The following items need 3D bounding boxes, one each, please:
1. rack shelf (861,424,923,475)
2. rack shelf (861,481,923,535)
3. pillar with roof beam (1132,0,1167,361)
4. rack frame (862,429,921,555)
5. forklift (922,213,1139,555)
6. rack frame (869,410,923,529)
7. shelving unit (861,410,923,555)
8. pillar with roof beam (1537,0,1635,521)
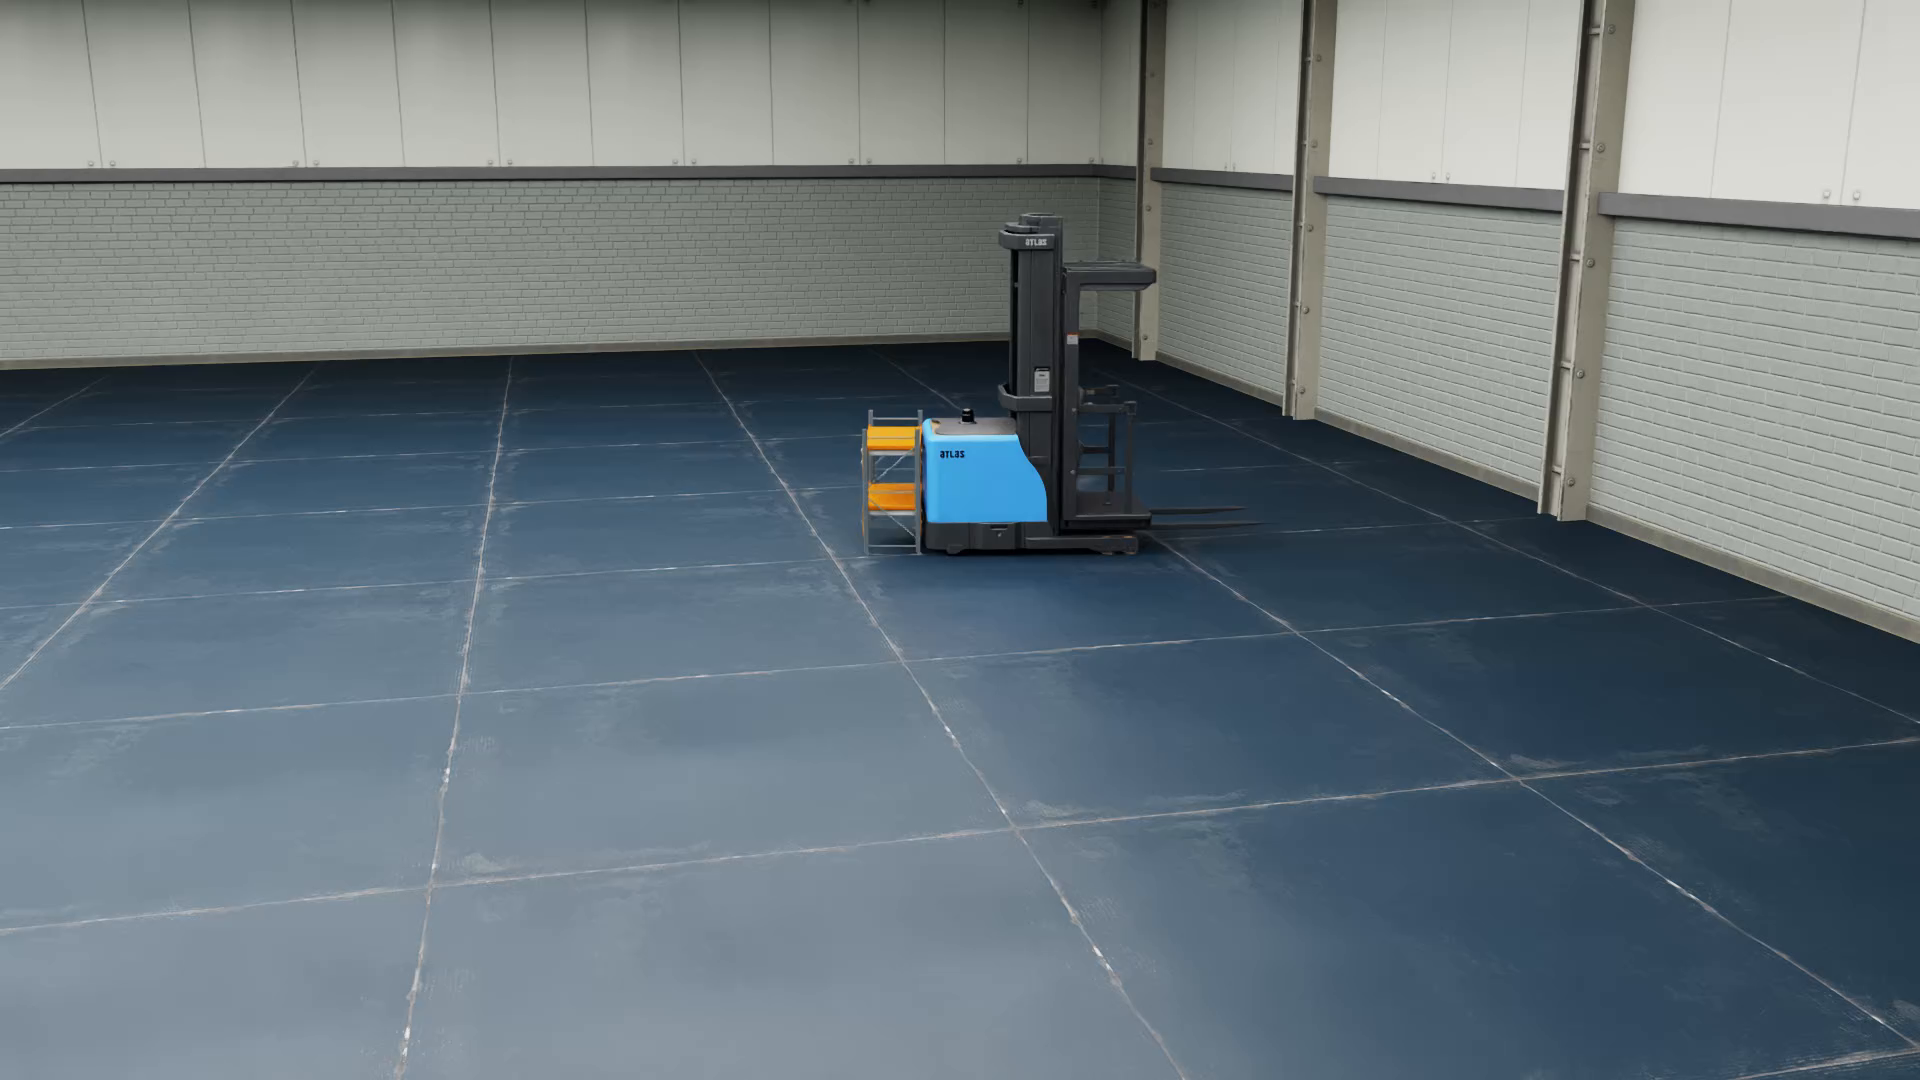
[{"bbox_3d":[-0.598,-0.821,15.008,0.538,0.278,1.000,0,14,0],"label":"rack shelf"},{"bbox_3d":[-0.598,-0.299,15.135,0.538,0.278,1.000,0,14,0],"label":"rack shelf"},{"bbox_3d":[-1.130,-7.134,25.491,9.100,9.000,0.400,-3,14,-13],"label":"pillar with roof beam"},{"bbox_3d":[-0.599,-0.416,14.583,0.500,1.125,0.032,0,14,0],"label":"rack frame"},{"bbox_3d":[1.183,-1.415,14.866,3.031,2.935,1.130,-1,14,-4],"label":"forklift"},{"bbox_3d":[-0.598,-0.657,15.571,0.500,1.125,0.032,0,14,0],"label":"rack frame"},{"bbox_3d":[-0.598,-0.537,15.077,0.538,1.125,1.048,0,14,0],"label":"shelving unit"},{"bbox_3d":[1.688,-4.366,14.160,9.100,9.000,0.400,-3,14,-13],"label":"pillar with roof beam"}]
